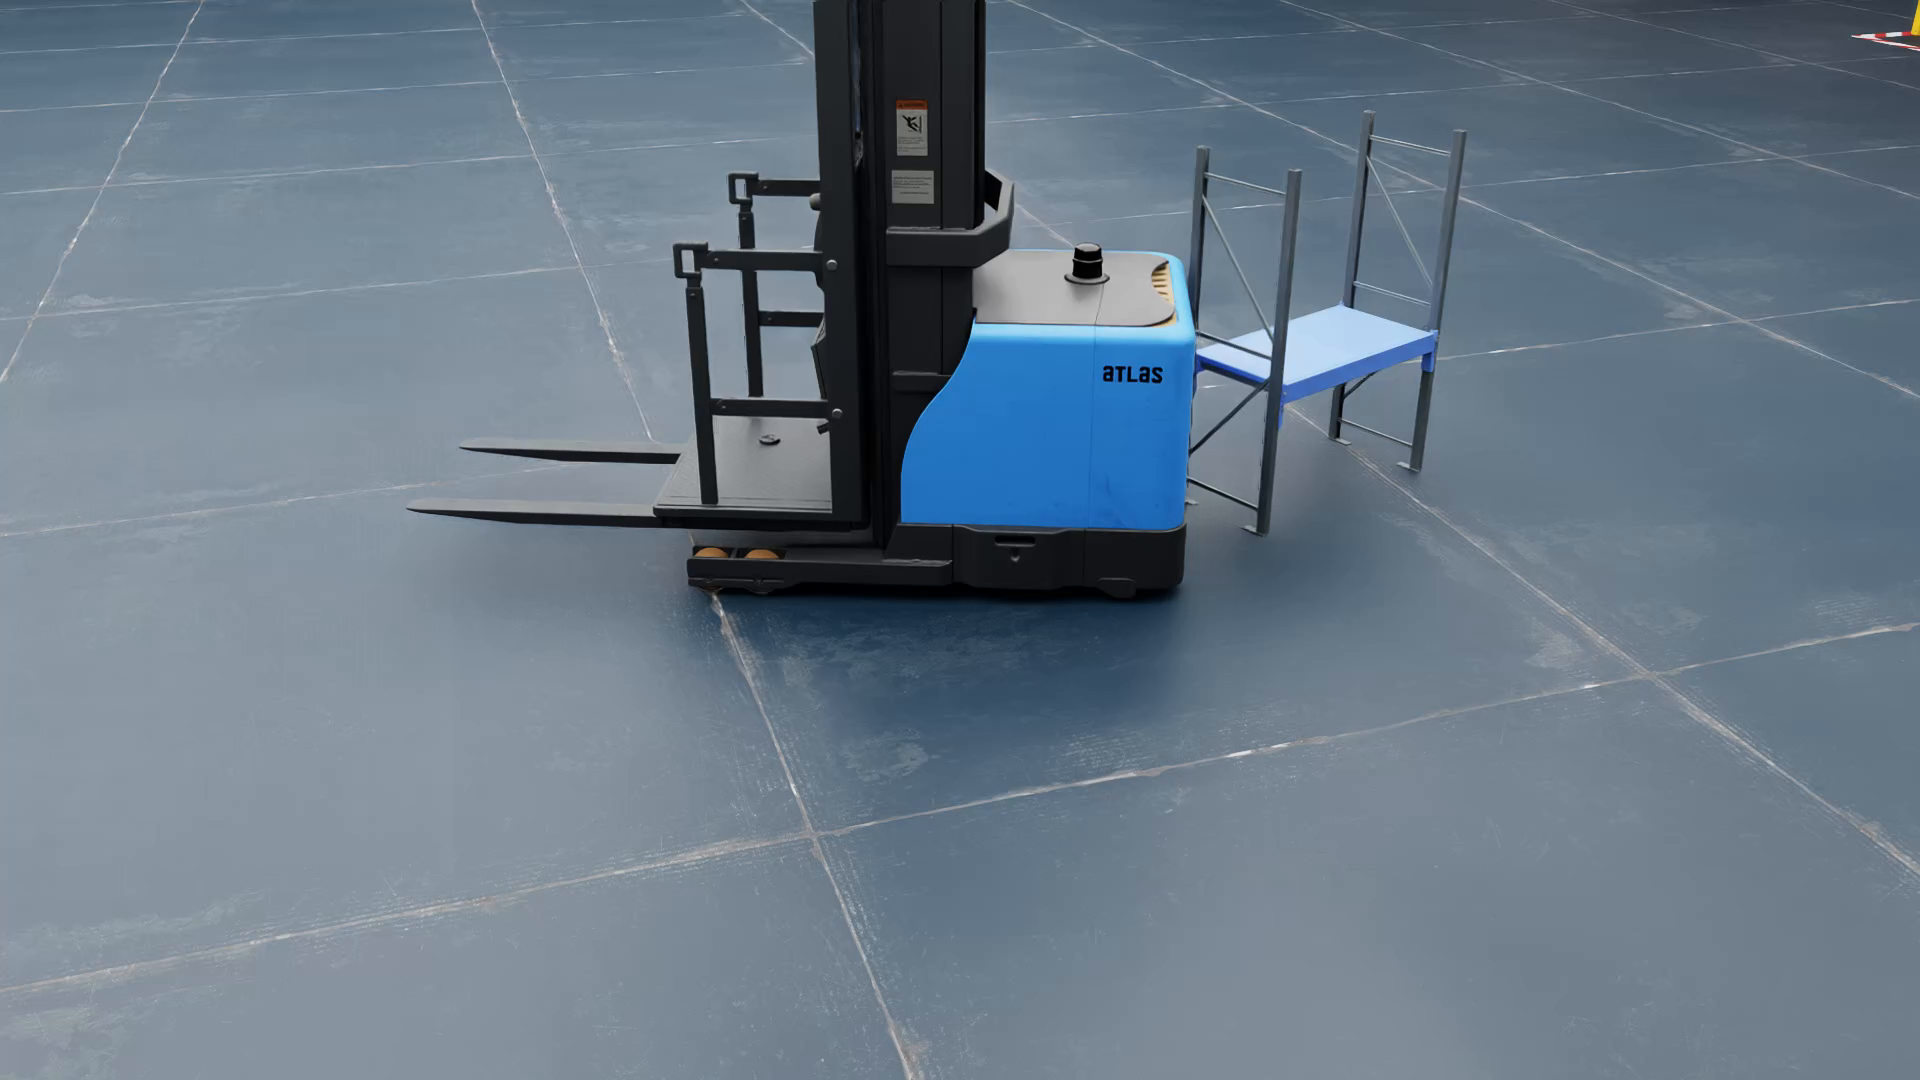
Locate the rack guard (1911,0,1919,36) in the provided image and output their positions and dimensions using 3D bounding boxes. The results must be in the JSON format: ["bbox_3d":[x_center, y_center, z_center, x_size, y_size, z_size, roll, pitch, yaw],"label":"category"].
[{"bbox_3d":[10.301,-5.321,16.905,0.348,0.500,1.175,-8,28,-16],"label":"rack guard"}]

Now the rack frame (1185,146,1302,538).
[{"bbox_3d":[1.089,-0.770,6.615,0.032,1.500,0.500,-20,33,-35],"label":"rack frame"}]

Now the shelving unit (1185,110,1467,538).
[{"bbox_3d":[1.480,-0.914,6.905,1.048,1.500,0.538,-20,33,-35],"label":"shelving unit"}]

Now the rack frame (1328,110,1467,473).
[{"bbox_3d":[1.872,-1.058,7.195,0.032,1.500,0.500,-20,33,-35],"label":"rack frame"}]

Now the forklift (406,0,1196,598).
[{"bbox_3d":[-0.636,-1.340,6.152,3.031,2.935,1.130,2,26,4],"label":"forklift"}]

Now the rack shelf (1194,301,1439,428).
[{"bbox_3d":[1.480,-0.753,6.985,1.000,0.185,0.538,-20,33,-35],"label":"rack shelf"}]
